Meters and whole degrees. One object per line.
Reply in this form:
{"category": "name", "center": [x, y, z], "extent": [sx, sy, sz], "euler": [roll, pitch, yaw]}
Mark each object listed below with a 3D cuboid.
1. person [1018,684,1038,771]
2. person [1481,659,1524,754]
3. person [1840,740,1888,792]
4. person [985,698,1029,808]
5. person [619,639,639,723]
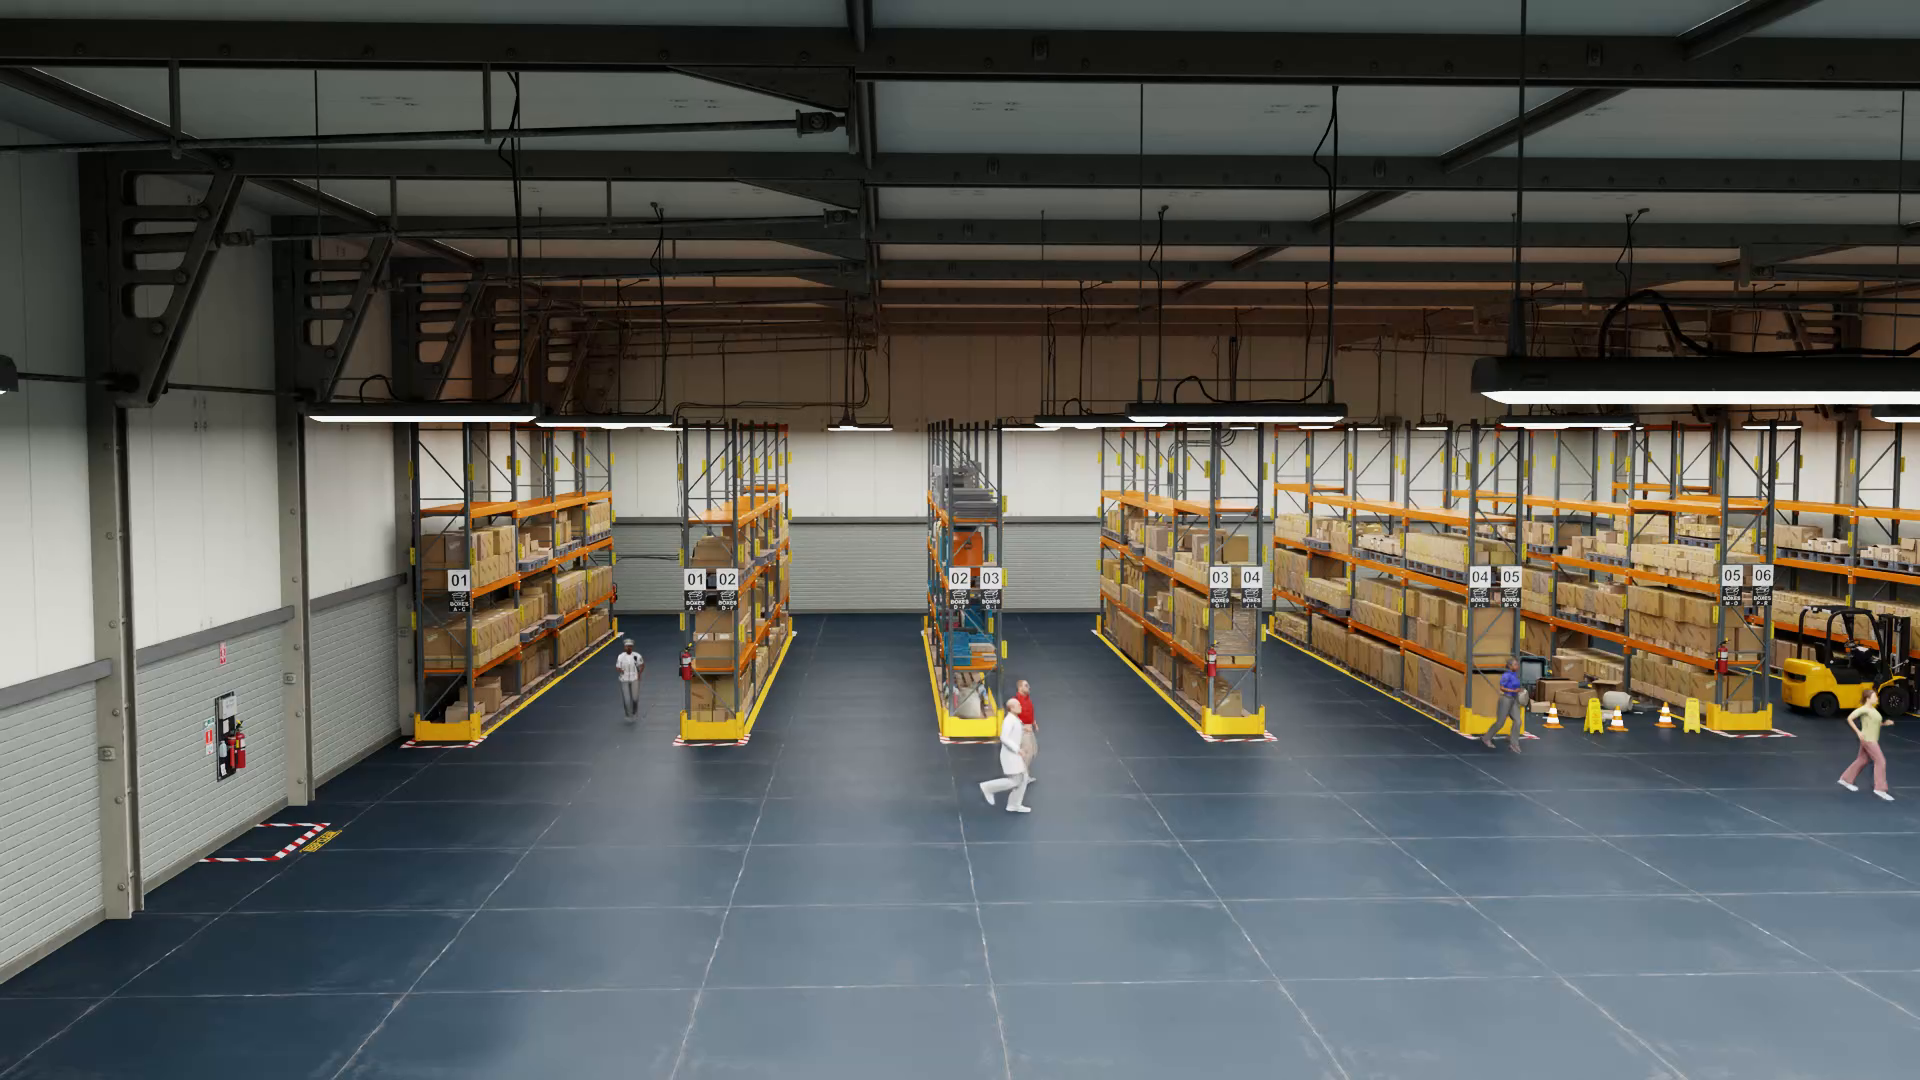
{"category": "person", "center": [0.991, 3.126, 27.359], "extent": [0.537, 1.540, 0.422], "euler": [2, 4, 26]}
{"category": "person", "center": [9.878, 2.991, 30.050], "extent": [0.579, 1.685, 0.764], "euler": [-3, 5, -43]}
{"category": "person", "center": [14.260, 3.723, 26.218], "extent": [0.721, 0.370, 0.354], "euler": [3, 5, 40]}
{"category": "person", "center": [0.734, 3.215, 25.121], "extent": [0.684, 1.659, 0.697], "euler": [1, 4, 10]}
{"category": "person", "center": [-6.524, 2.788, 32.784], "extent": [0.387, 1.673, 0.524], "euler": [-1, 4, -9]}
